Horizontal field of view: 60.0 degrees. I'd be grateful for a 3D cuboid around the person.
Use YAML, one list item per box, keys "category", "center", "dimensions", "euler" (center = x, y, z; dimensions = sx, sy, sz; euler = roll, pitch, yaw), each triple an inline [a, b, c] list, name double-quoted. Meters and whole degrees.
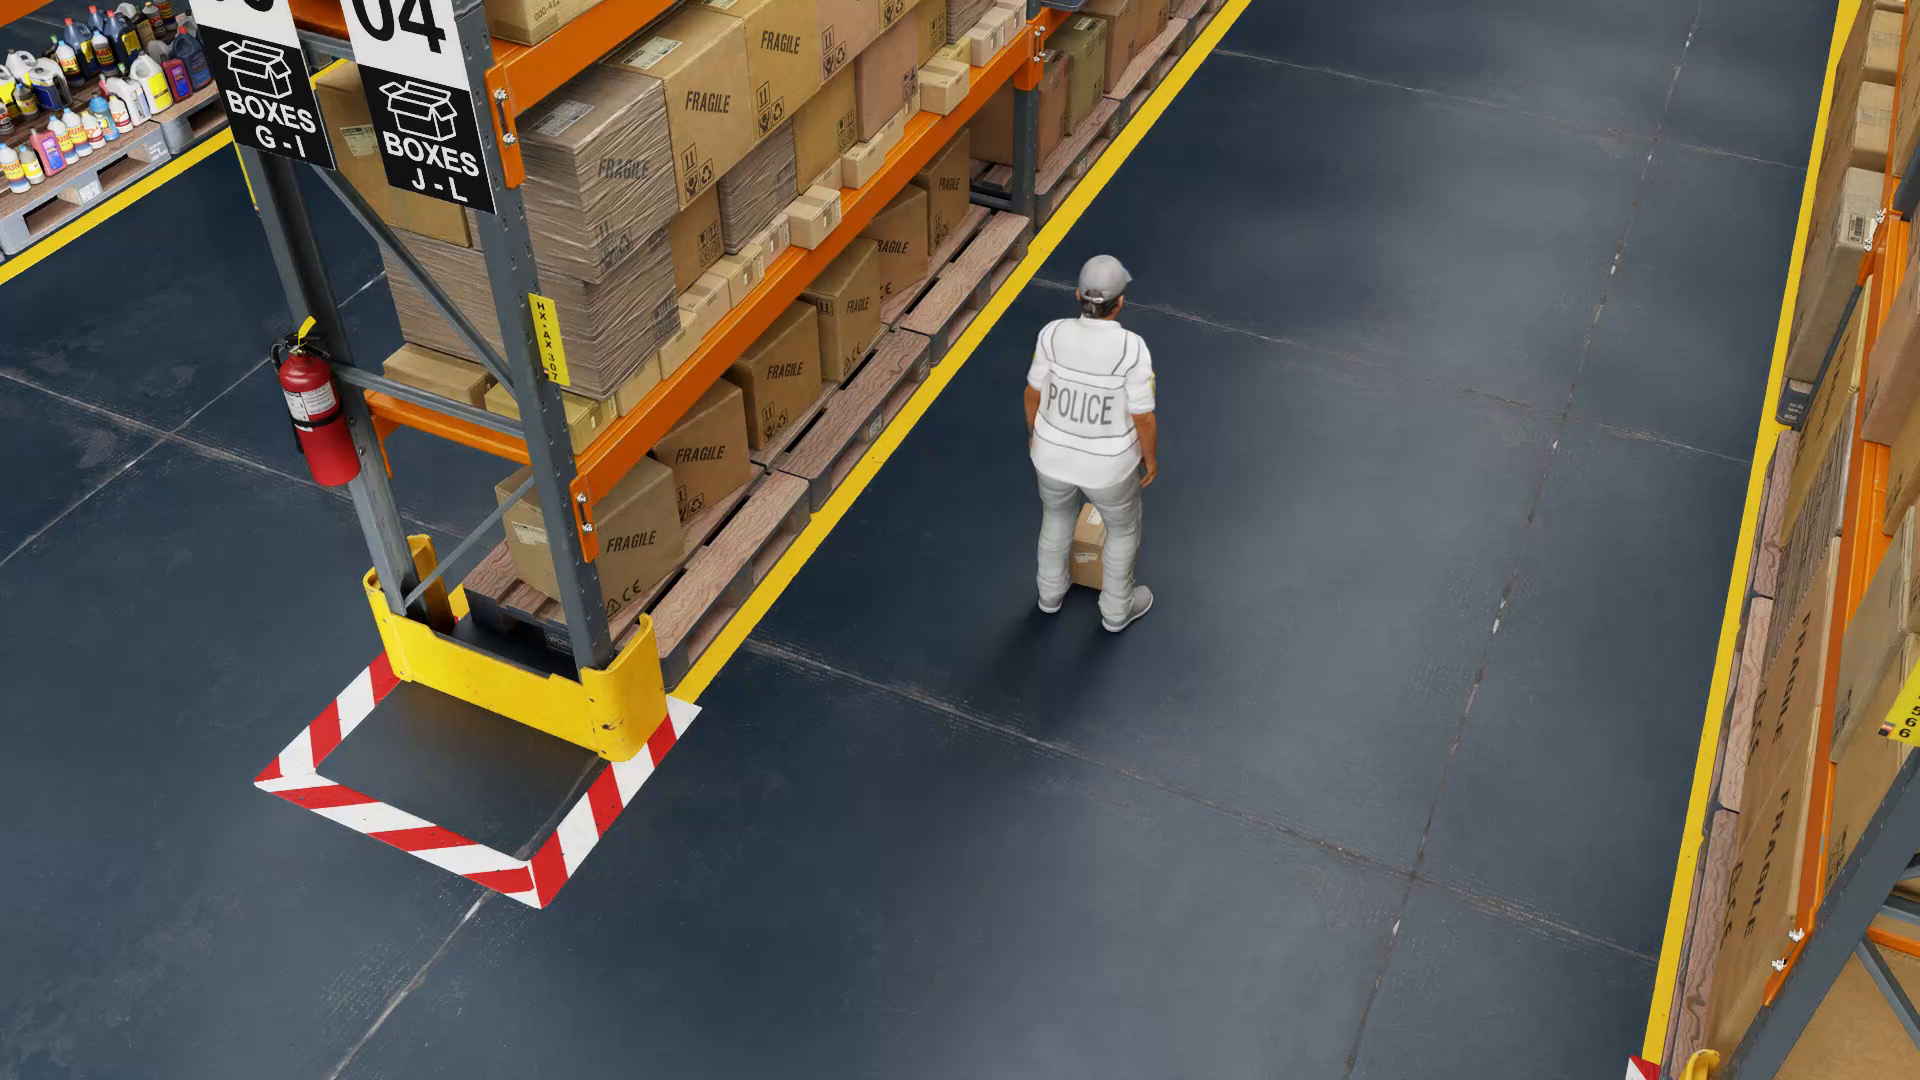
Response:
- category: "person"
  center: [0.528, -0.355, 6.546]
  dimensions: [0.554, 1.666, 0.470]
  euler: [16, 45, 17]
